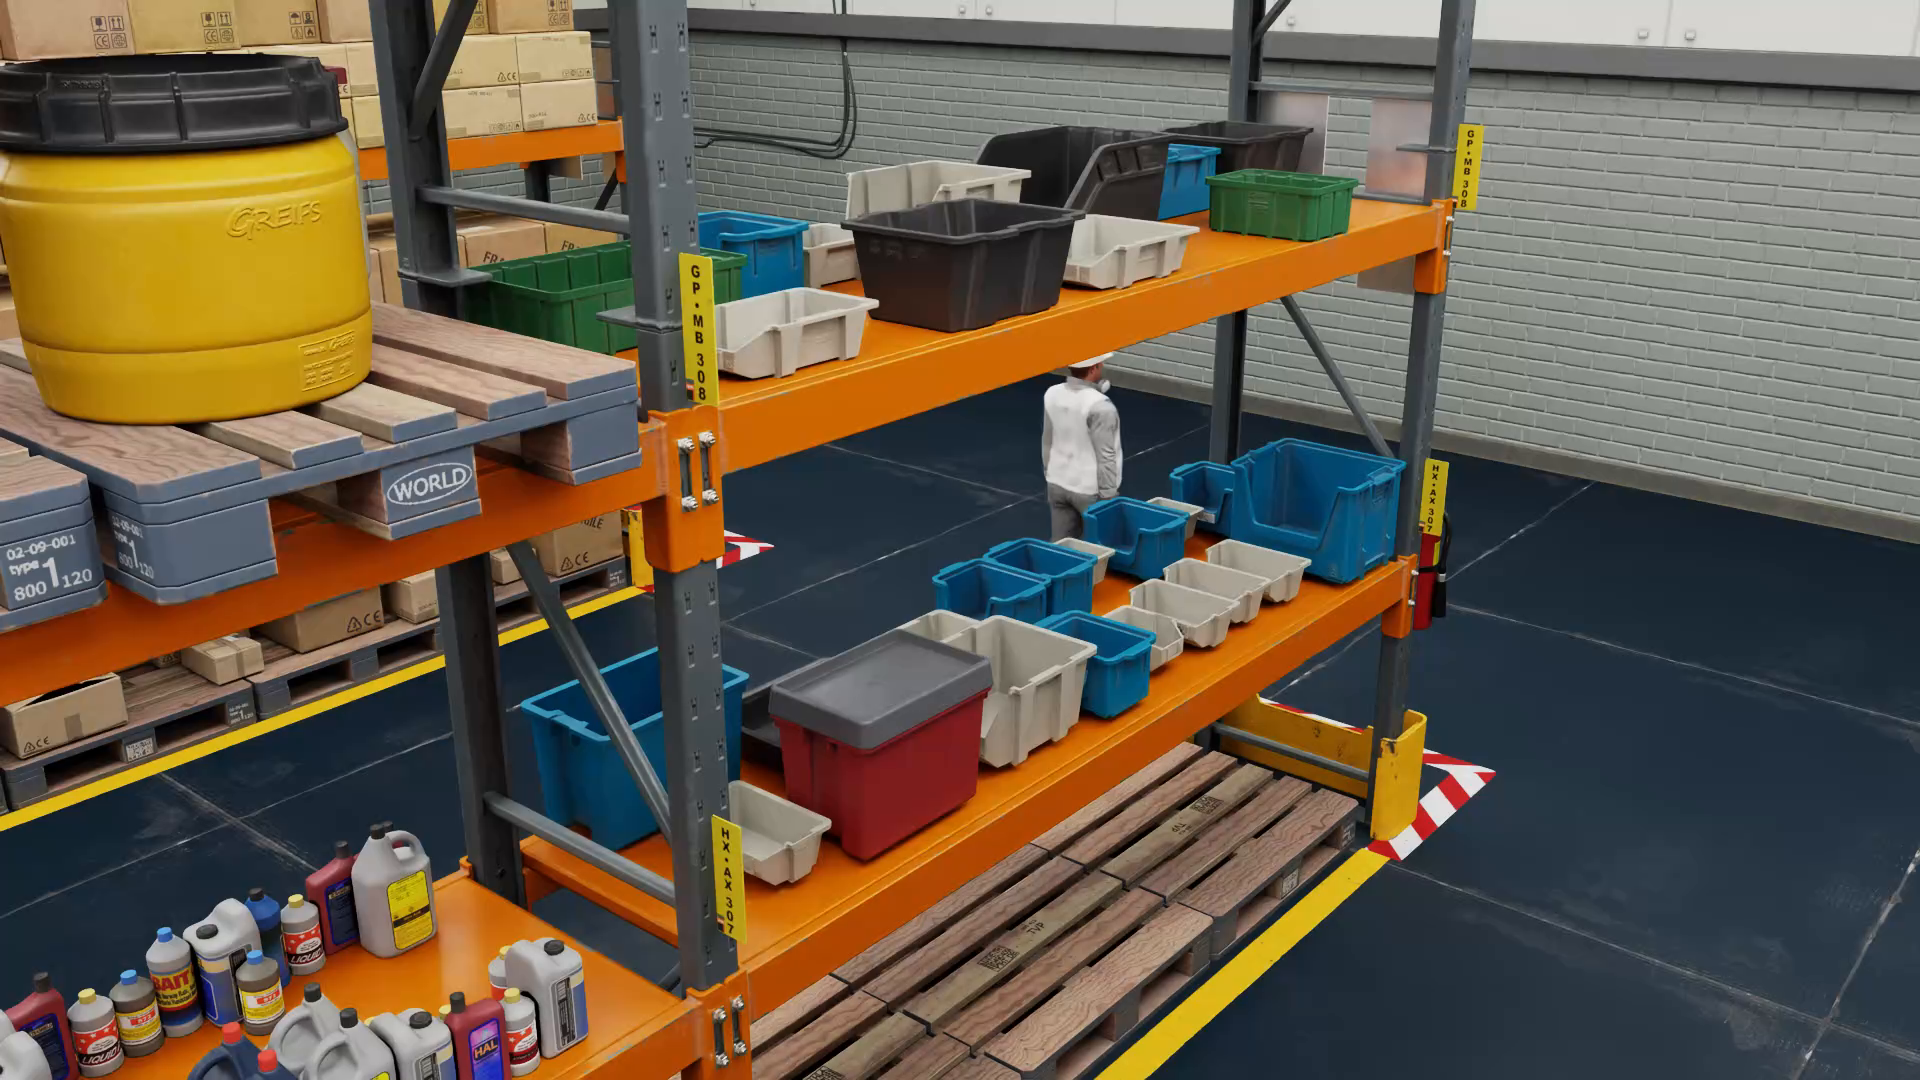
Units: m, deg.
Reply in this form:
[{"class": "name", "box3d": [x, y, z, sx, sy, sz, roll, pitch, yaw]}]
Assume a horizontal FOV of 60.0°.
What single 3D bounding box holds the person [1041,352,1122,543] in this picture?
[{"class": "person", "box3d": [0.783, -0.342, 9.460, 0.556, 1.759, 0.735, 18, 27, 41]}]
